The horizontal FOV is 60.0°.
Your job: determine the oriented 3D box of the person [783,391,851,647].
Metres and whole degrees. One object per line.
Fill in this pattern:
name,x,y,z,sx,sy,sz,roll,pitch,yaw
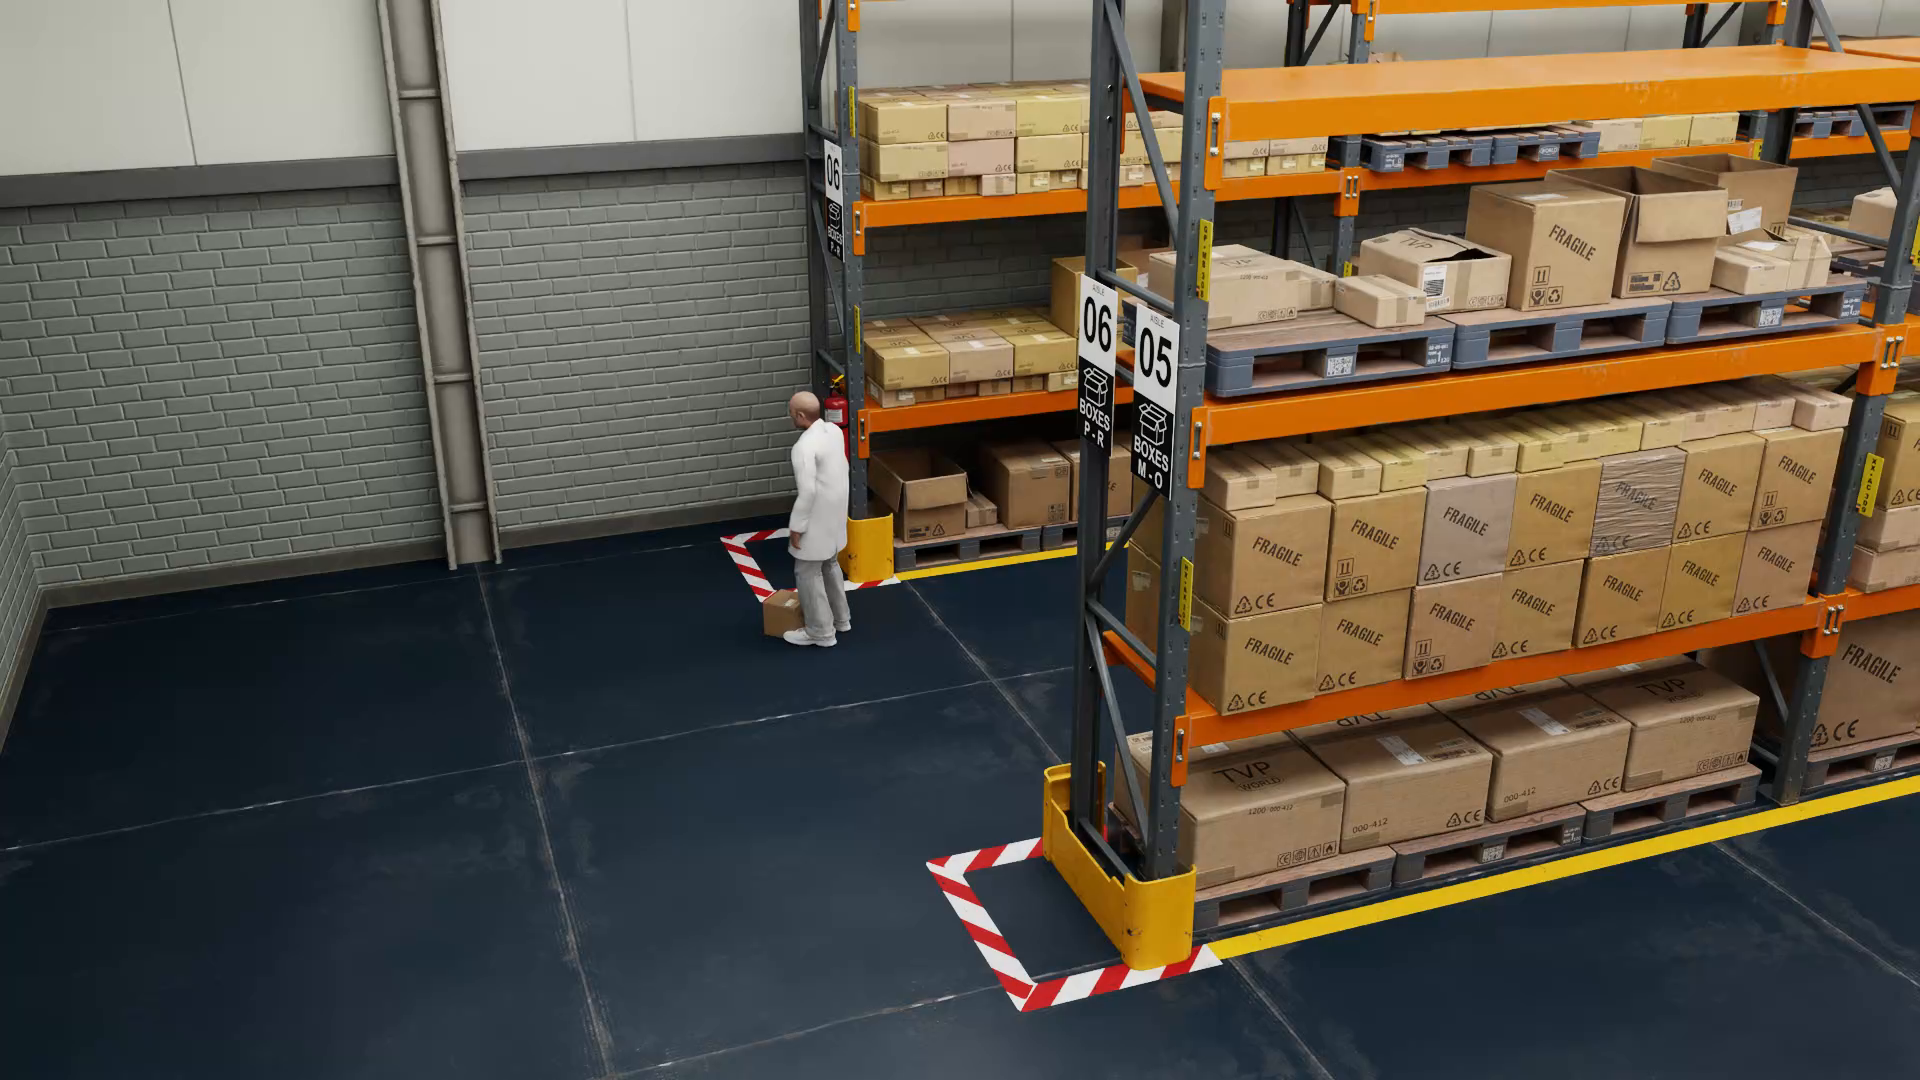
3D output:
person,-0.967,-0.152,11.246,0.427,1.773,0.642,9,24,22
